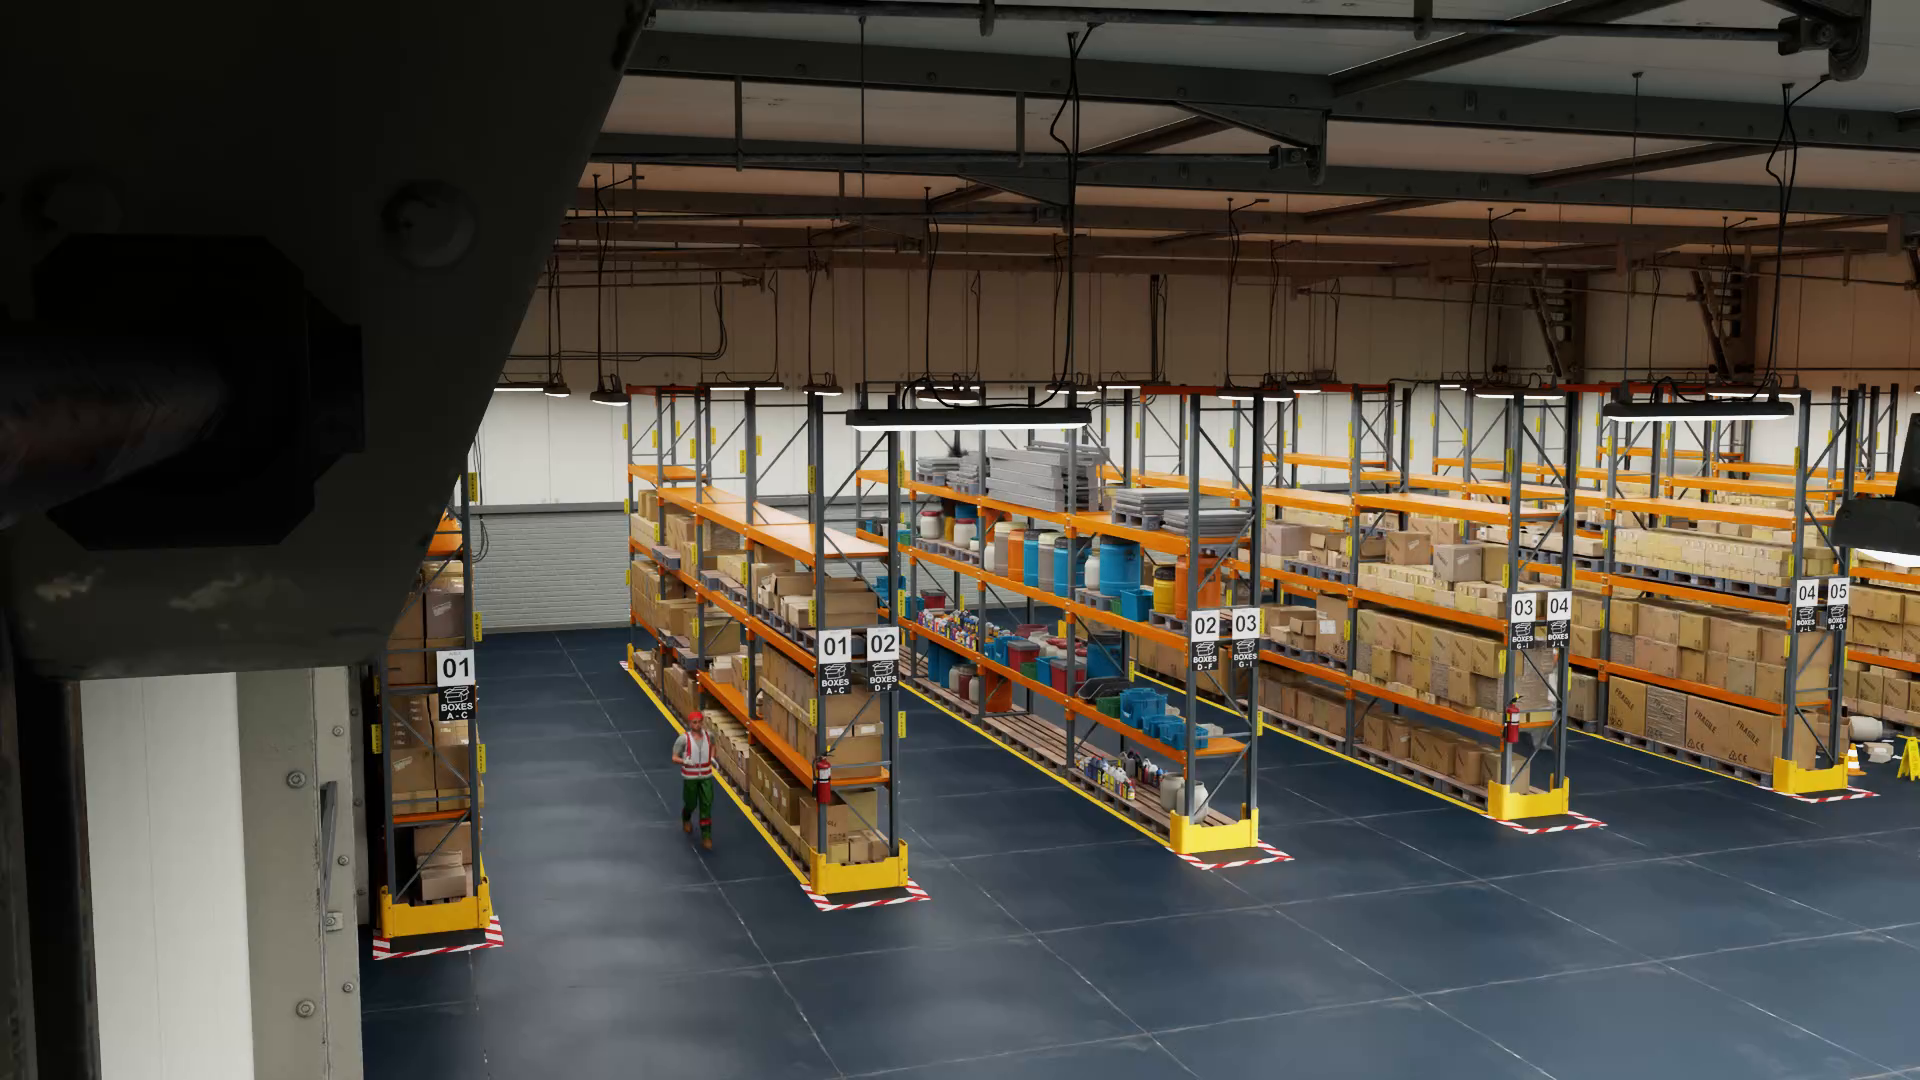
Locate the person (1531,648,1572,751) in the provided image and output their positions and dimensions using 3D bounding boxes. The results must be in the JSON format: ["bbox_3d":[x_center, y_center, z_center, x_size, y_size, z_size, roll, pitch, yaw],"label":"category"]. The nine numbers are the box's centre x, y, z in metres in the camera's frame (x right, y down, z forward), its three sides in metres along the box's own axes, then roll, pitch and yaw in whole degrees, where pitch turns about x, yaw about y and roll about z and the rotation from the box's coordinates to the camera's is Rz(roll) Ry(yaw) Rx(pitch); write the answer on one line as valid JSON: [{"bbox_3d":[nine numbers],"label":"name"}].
[{"bbox_3d":[9.787,2.629,27.480,0.670,1.738,0.564,-4,7,-37],"label":"person"}]

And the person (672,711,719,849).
[{"bbox_3d":[-3.474,3.131,21.996,0.658,1.757,1.023,-3,6,-24],"label":"person"}]

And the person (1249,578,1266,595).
[{"bbox_3d":[7.363,1.247,41.296,0.550,1.624,0.617,-4,7,-31],"label":"person"}]
